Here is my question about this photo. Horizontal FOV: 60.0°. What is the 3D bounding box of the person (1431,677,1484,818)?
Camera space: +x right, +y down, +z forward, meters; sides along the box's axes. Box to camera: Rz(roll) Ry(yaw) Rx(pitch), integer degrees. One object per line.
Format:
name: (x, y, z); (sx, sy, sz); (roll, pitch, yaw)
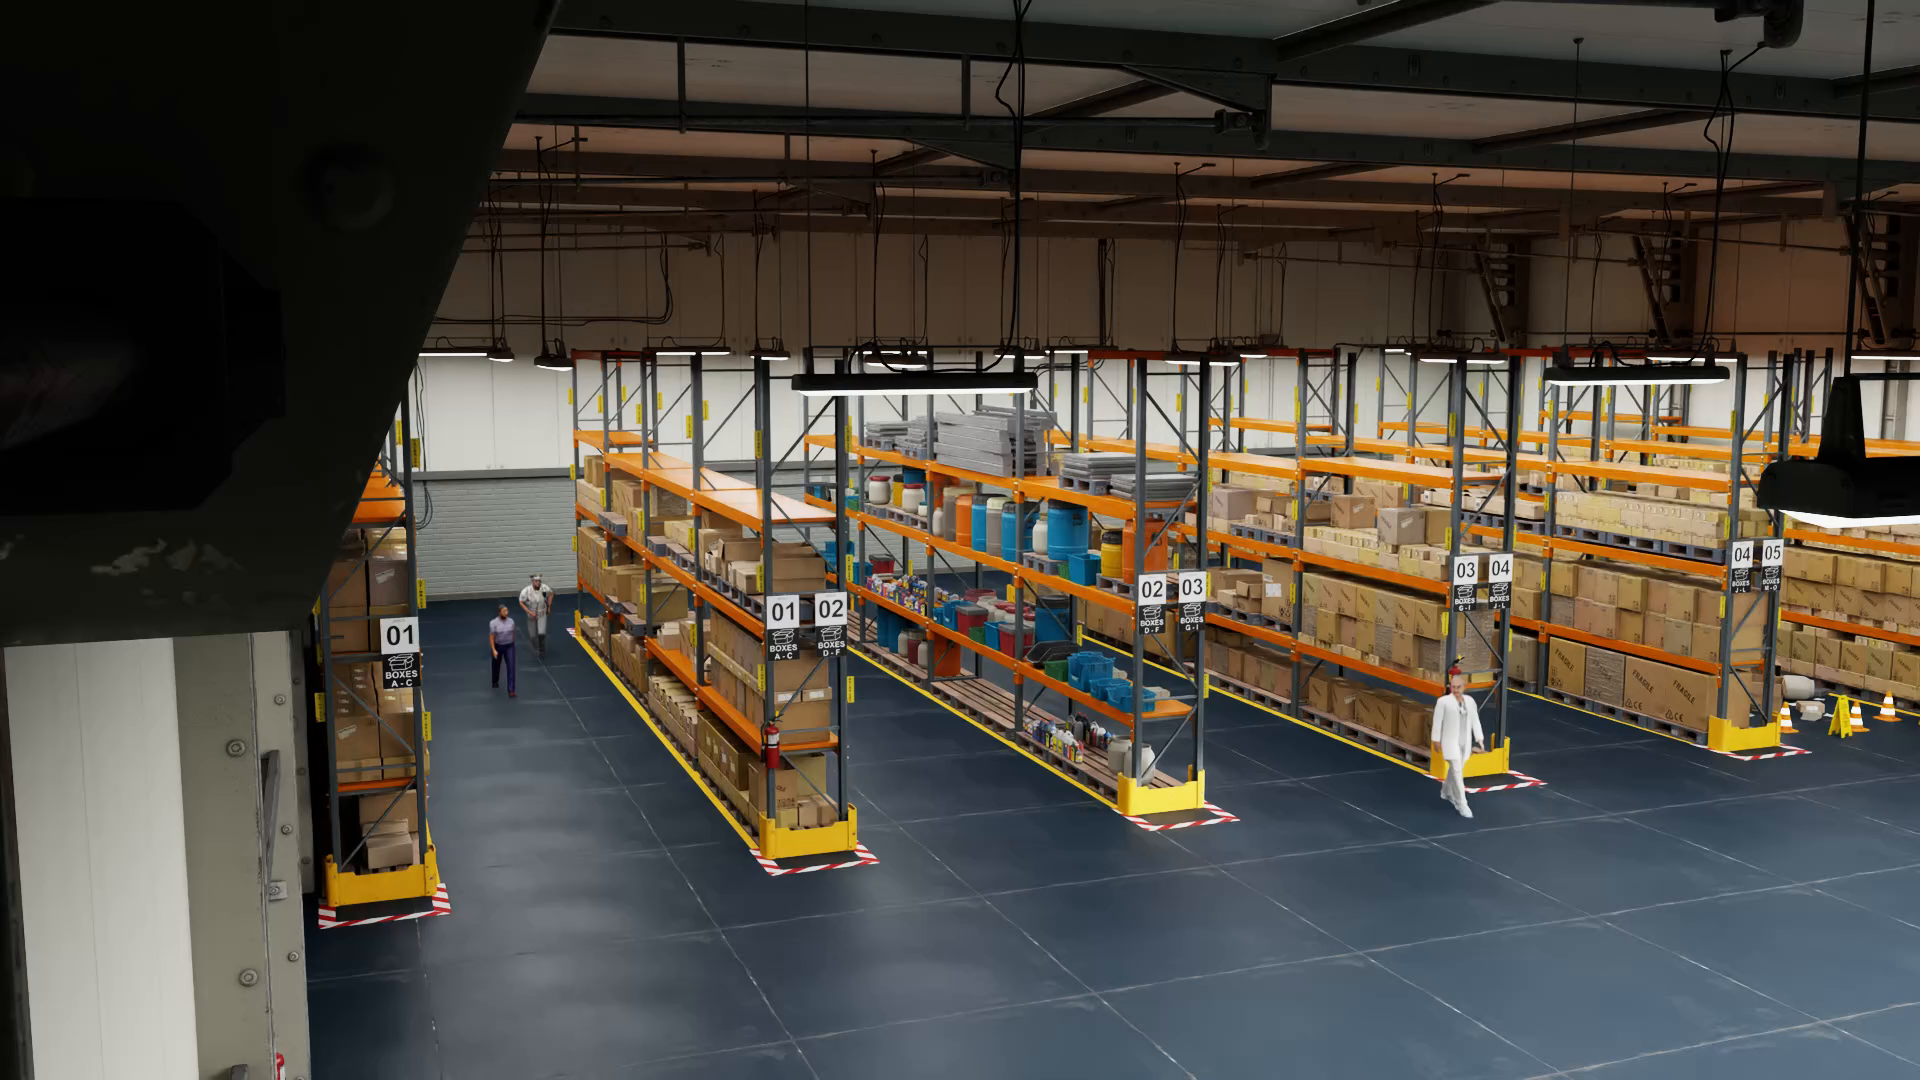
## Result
person: (6.637, 2.730, 22.119); (0.593, 1.828, 0.814); (-2, 7, -17)

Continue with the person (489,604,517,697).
person: (-8.020, 1.906, 29.138); (0.459, 1.587, 1.043); (-3, 8, -21)

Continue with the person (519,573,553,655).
person: (-8.298, 1.455, 32.598); (0.642, 1.679, 0.736); (-1, 7, -11)
